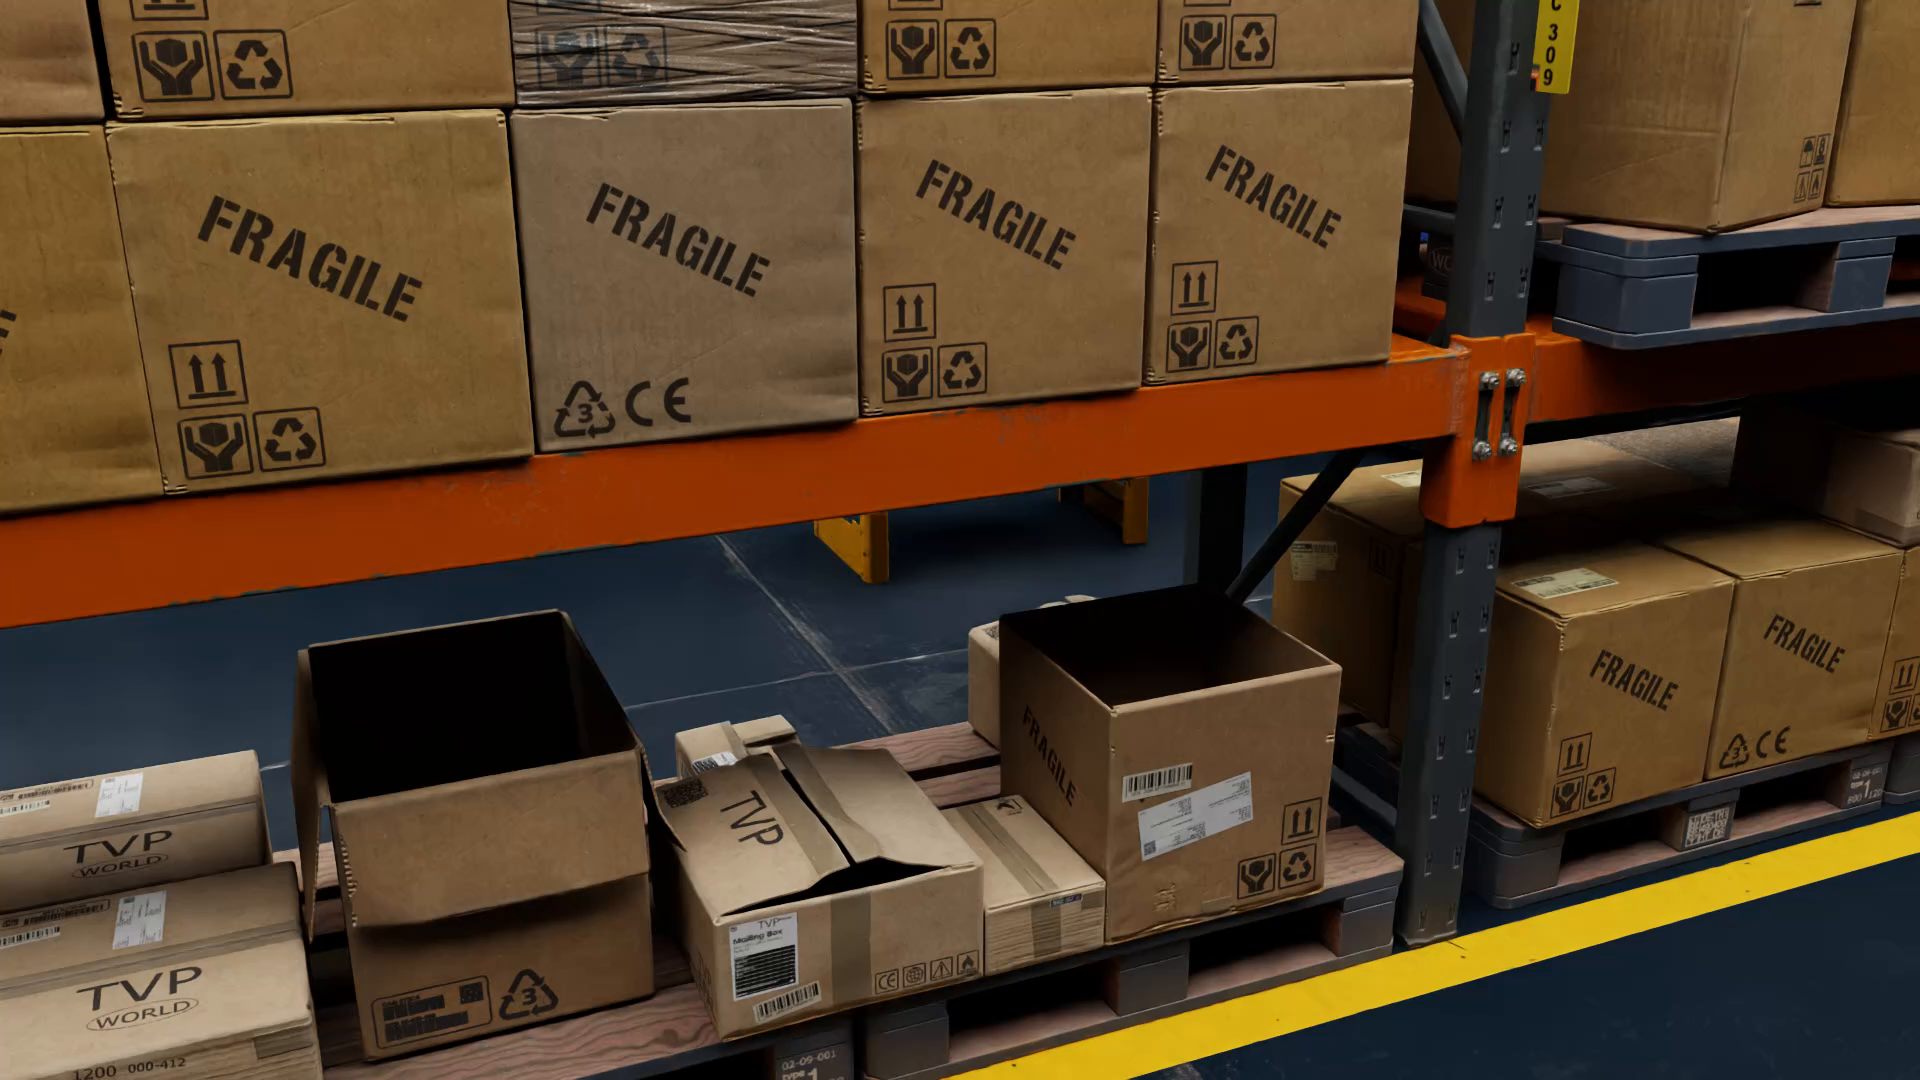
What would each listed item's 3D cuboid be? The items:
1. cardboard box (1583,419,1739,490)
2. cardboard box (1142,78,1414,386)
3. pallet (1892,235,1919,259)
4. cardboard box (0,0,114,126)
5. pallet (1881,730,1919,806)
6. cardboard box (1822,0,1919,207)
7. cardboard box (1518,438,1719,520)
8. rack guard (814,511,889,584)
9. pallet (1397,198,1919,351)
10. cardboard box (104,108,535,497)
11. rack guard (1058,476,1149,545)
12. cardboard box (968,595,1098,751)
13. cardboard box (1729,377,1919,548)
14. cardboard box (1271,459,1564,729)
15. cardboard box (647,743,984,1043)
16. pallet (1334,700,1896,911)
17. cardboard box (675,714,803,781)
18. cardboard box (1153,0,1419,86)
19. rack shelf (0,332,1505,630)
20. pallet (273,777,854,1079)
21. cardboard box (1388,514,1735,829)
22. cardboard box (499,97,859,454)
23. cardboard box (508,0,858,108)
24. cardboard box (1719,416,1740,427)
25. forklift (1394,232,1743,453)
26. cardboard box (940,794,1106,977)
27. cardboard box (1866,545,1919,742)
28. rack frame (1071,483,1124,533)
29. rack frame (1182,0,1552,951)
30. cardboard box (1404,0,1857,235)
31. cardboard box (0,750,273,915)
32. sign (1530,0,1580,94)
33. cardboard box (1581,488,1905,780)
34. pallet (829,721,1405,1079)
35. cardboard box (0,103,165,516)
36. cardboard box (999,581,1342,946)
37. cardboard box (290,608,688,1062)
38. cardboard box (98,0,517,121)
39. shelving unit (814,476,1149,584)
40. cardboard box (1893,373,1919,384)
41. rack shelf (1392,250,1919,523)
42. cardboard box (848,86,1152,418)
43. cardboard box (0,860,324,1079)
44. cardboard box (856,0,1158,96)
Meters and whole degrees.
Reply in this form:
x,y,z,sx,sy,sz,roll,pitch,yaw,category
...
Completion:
x,y,z,sx,sy,sz,roll,pitch,yaw,category
2.075,-0.011,4.637,0.500,0.500,0.500,-8,21,-21,cardboard box
0.460,-0.605,3.072,0.500,0.500,0.500,-8,21,-21,cardboard box
2.706,-0.880,4.294,1.213,0.211,1.003,-8,21,-22,pallet
-1.406,-0.807,2.143,0.500,0.500,0.500,-8,21,-21,cardboard box
2.671,0.333,4.757,1.213,0.211,1.003,-8,21,-22,pallet
1.947,-1.051,3.707,0.500,0.500,0.700,-5,20,-13,cardboard box
1.614,0.055,4.450,0.500,0.500,0.500,-8,21,-22,cardboard box
-0.387,-0.062,5.823,0.087,0.250,0.587,-8,21,-22,rack guard
1.594,-0.683,3.734,1.213,0.211,1.003,-8,21,-22,pallet
-0.951,-0.400,2.492,0.500,0.500,0.500,-8,21,-21,cardboard box
0.527,-0.193,6.195,0.087,0.250,0.587,-8,21,-22,rack guard
0.346,0.348,3.902,0.500,0.311,0.500,-8,21,-22,cardboard box
2.276,-0.205,4.059,0.500,0.250,0.500,-8,21,-22,cardboard box
1.157,0.118,4.273,0.500,0.500,0.500,-8,21,-22,cardboard box
-0.282,0.619,3.133,0.500,0.311,0.500,-8,21,-22,cardboard box
1.549,0.495,4.298,1.213,0.211,1.003,-8,21,-22,pallet
-0.444,0.533,3.594,0.250,0.166,0.380,-8,21,-22,cardboard box
0.455,-1.075,2.902,0.500,0.500,0.500,-8,21,-22,cardboard box
-1.019,-0.099,2.870,4.000,0.370,1.077,-8,21,-22,rack shelf
-0.936,0.866,3.246,1.213,0.211,1.003,-8,21,-22,pallet
1.358,0.281,3.810,0.500,0.500,0.500,-9,21,-24,cardboard box
-0.484,-0.468,2.685,0.500,0.500,0.500,-8,21,-21,cardboard box
-0.477,-0.940,2.520,0.500,0.500,0.500,-8,21,-21,cardboard box
2.541,-0.078,4.829,0.500,0.500,0.500,-9,21,-24,cardboard box
3.135,-1.964,7.186,3.031,2.935,1.130,-11,22,-27,forklift
0.086,0.665,3.248,0.250,0.149,0.380,-8,21,-22,cardboard box
2.305,0.144,4.199,0.500,0.500,0.500,-8,21,-21,cardboard box
0.545,-0.786,5.995,0.032,1.500,0.500,-8,21,-22,rack frame
0.817,-0.702,3.498,0.127,3.000,1.000,-8,21,-22,rack frame
1.341,-0.941,3.395,0.500,0.500,0.700,-17,26,-40,cardboard box
-1.570,0.652,3.133,0.500,0.250,0.500,-8,21,-22,cardboard box
1.039,-0.945,2.887,0.005,0.325,0.100,-8,21,-22,sign
1.843,0.207,4.019,0.500,0.500,0.500,-8,21,-21,cardboard box
0.186,0.704,3.705,1.213,0.211,1.003,-8,21,-22,pallet
-1.410,-0.335,2.307,0.500,0.500,0.500,-8,21,-22,cardboard box
0.406,0.431,3.381,0.500,0.500,0.500,-8,21,-22,cardboard box
-0.906,0.517,3.133,0.637,0.503,0.797,-8,21,-22,cardboard box
-0.939,-0.875,2.333,0.500,0.500,0.500,-8,21,-22,cardboard box
0.070,-0.717,5.801,1.083,1.500,0.587,-8,21,-22,shelving unit
2.736,-0.271,4.247,0.500,0.250,0.500,-9,21,-23,cardboard box
2.653,-0.625,4.365,4.000,0.370,1.077,-8,21,-22,rack shelf
-0.013,-0.536,2.879,0.500,0.500,0.500,-8,21,-20,cardboard box
-1.326,0.798,2.718,0.500,0.250,0.500,-8,21,-22,cardboard box
-0.014,-1.007,2.708,0.500,0.500,0.500,-9,21,-23,cardboard box
